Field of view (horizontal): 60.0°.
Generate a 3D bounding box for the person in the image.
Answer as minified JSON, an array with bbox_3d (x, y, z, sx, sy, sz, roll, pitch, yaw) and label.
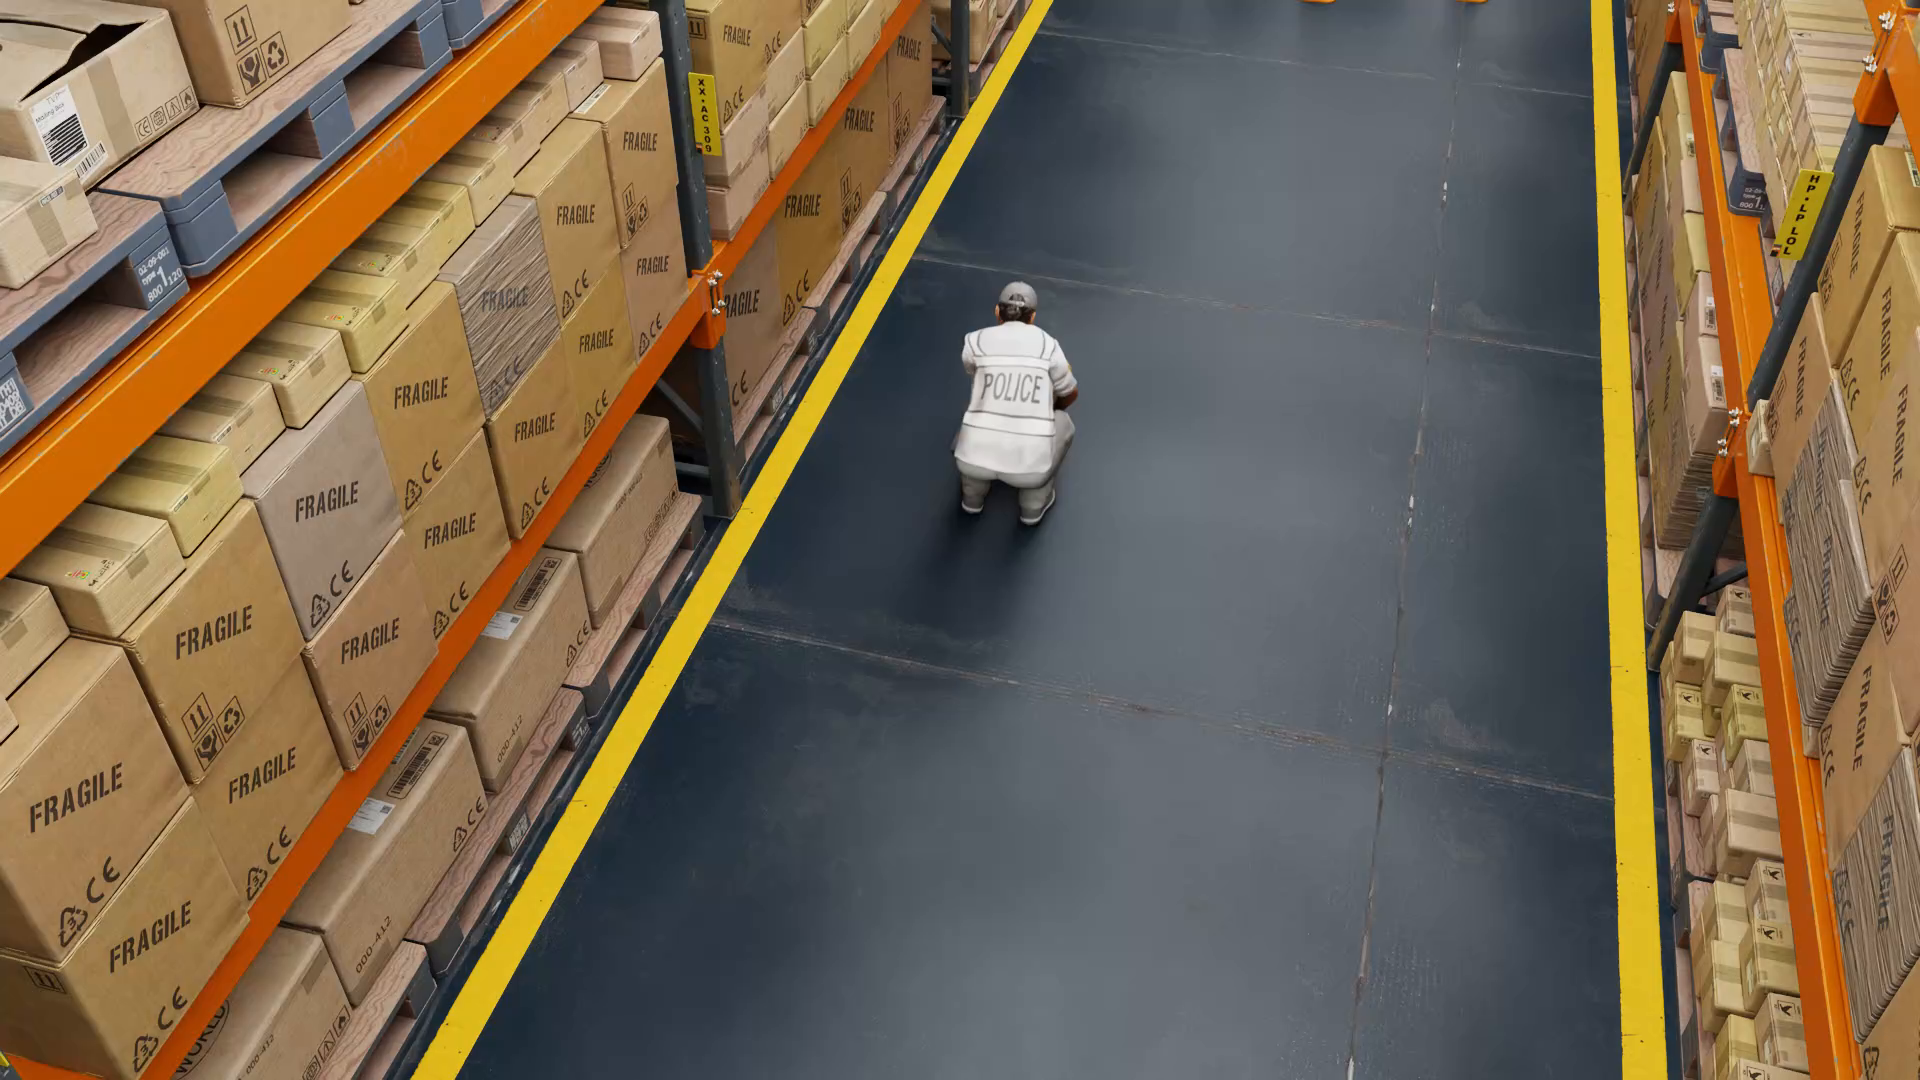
[{"bbox_3d":[0.238,-0.603,7.407,0.530,0.938,0.847,10,42,11],"label":"person"}]
